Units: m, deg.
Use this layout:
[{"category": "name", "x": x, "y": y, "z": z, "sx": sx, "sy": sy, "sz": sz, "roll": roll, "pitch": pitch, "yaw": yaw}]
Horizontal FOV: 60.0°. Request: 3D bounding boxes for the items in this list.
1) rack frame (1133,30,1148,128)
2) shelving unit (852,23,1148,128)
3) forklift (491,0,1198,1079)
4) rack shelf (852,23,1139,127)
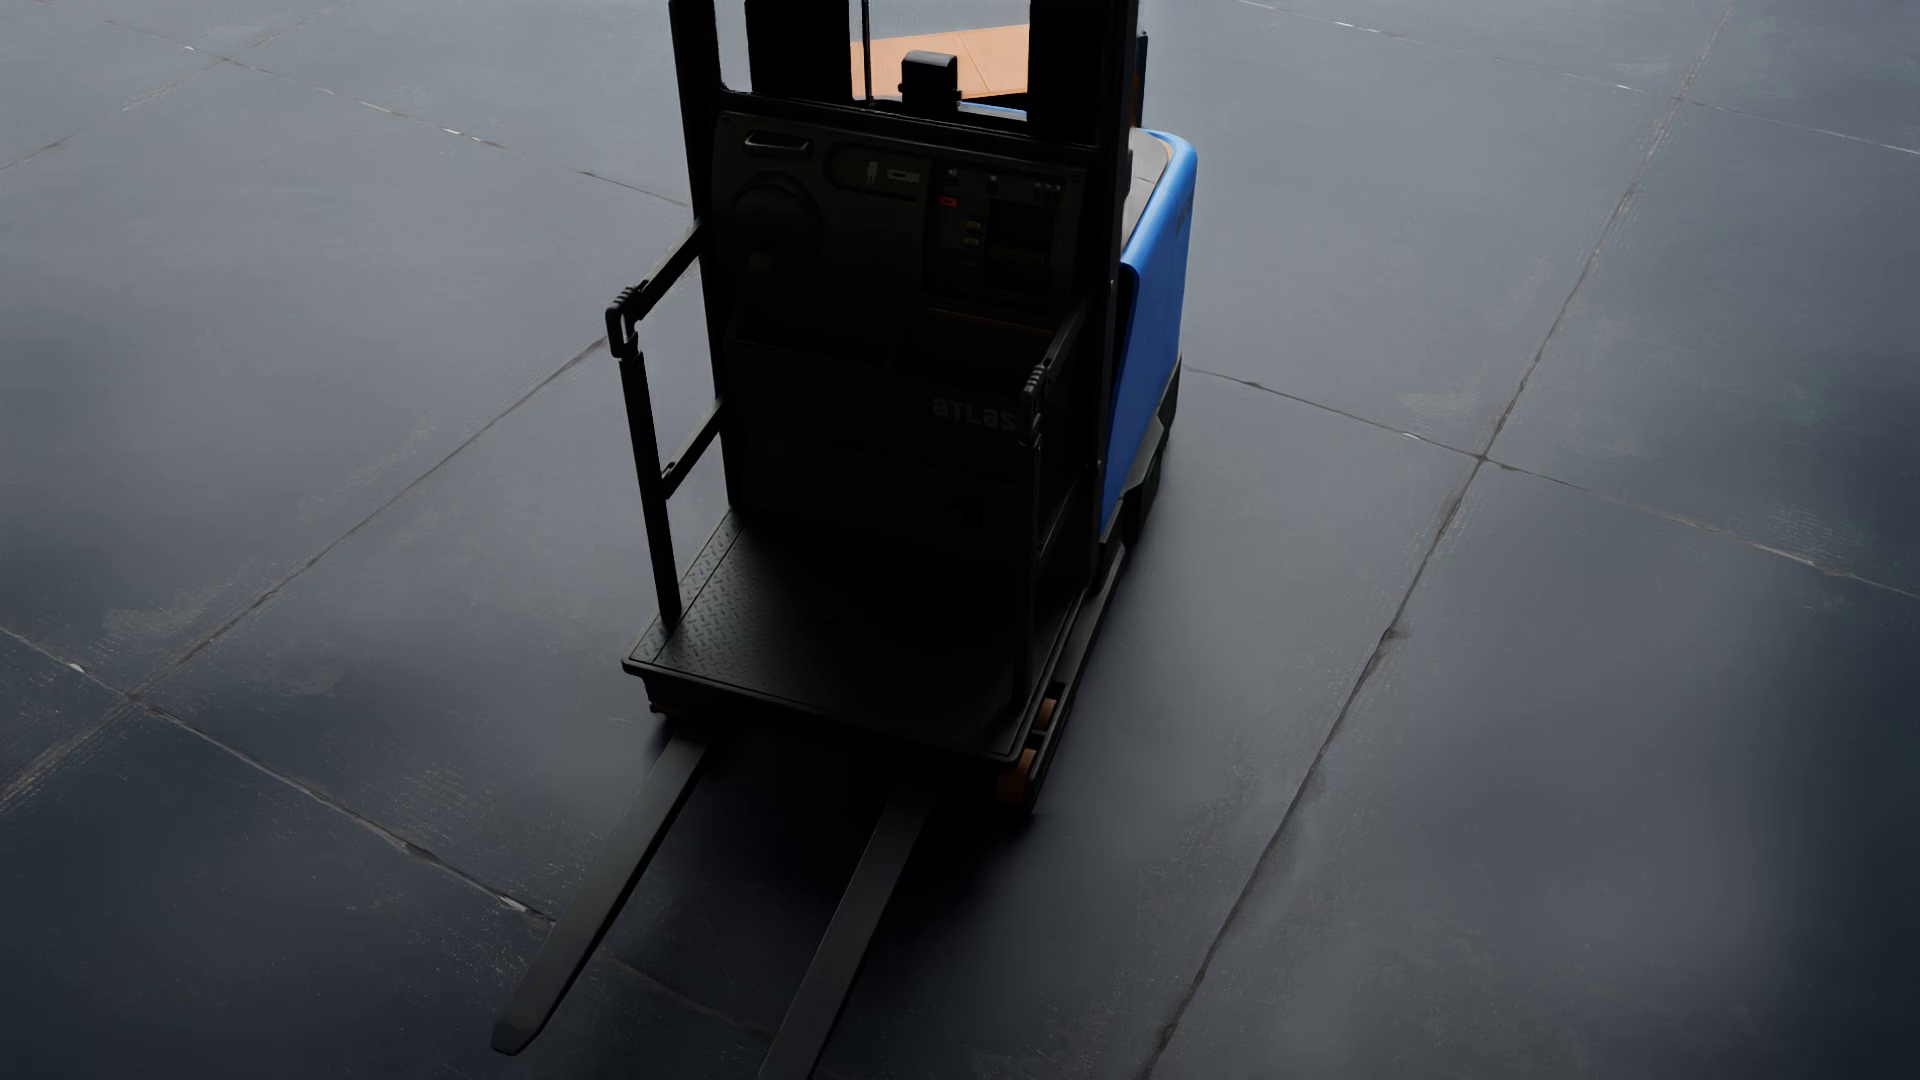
[{"category": "rack frame", "x": 0.542, "y": -1.379, "z": 5.965, "sx": 0.032, "sy": 1.125, "sz": 0.500, "roll": -9, "pitch": 42, "yaw": -10}, {"category": "shelving unit", "x": 0.047, "y": -1.301, "z": 5.877, "sx": 1.048, "sy": 1.125, "sz": 0.538, "roll": -9, "pitch": 42, "yaw": -10}, {"category": "forklift", "x": -0.226, "y": -0.694, "z": 3.821, "sx": 1.130, "sy": 2.935, "sz": 3.031, "roll": 13, "pitch": 43, "yaw": 14}, {"category": "rack shelf", "x": 0.047, "y": -1.521, "z": 5.683, "sx": 1.000, "sy": 0.278, "sz": 0.538, "roll": -9, "pitch": 42, "yaw": -10}]
